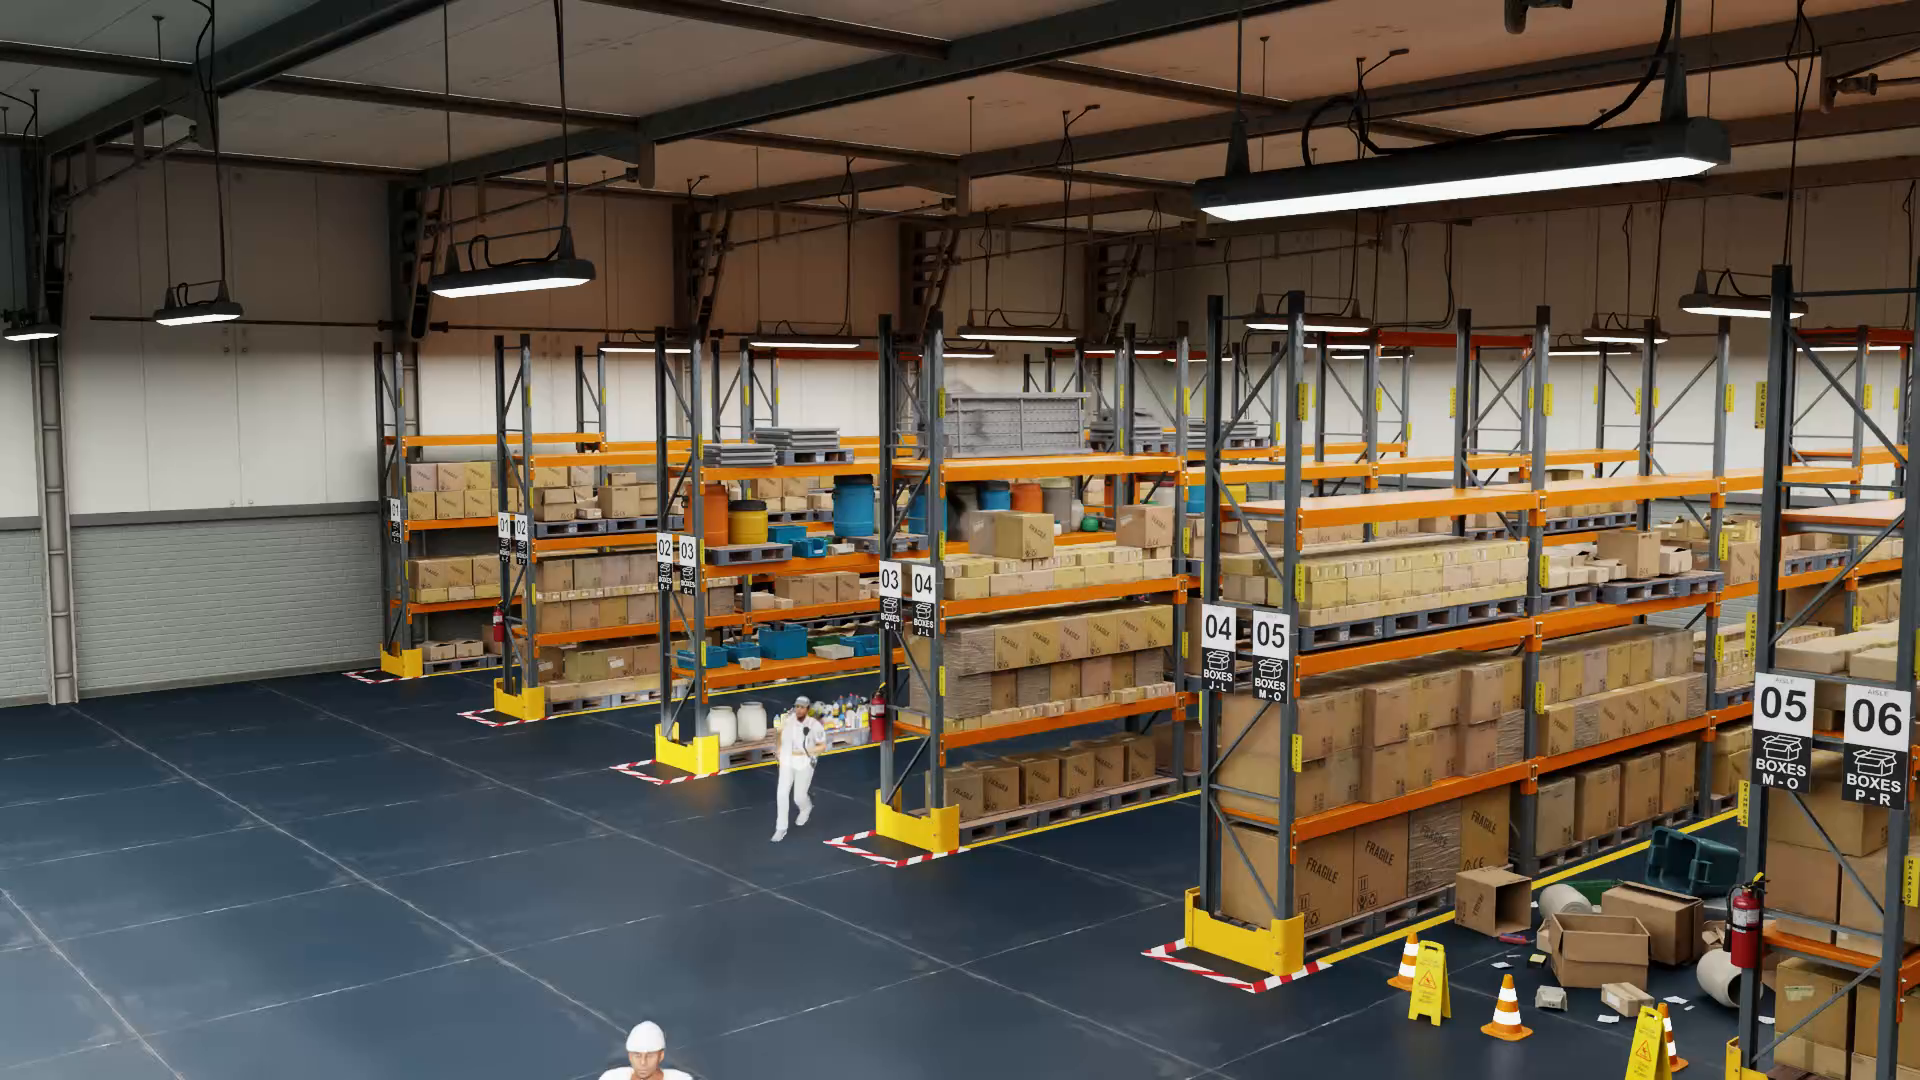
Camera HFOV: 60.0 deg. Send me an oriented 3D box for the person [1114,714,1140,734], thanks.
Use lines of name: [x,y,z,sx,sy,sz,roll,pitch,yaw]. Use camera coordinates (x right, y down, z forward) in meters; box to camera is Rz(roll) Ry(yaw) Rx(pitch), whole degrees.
person: [2.414,2.111,24.546,0.555,1.642,0.660,4,7,41]

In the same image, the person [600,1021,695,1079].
person: [-1.659,3.460,8.873,0.682,1.798,0.810,0,5,-4]

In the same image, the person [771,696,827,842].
person: [-1.829,2.618,19.259,0.644,1.660,0.832,2,6,19]
